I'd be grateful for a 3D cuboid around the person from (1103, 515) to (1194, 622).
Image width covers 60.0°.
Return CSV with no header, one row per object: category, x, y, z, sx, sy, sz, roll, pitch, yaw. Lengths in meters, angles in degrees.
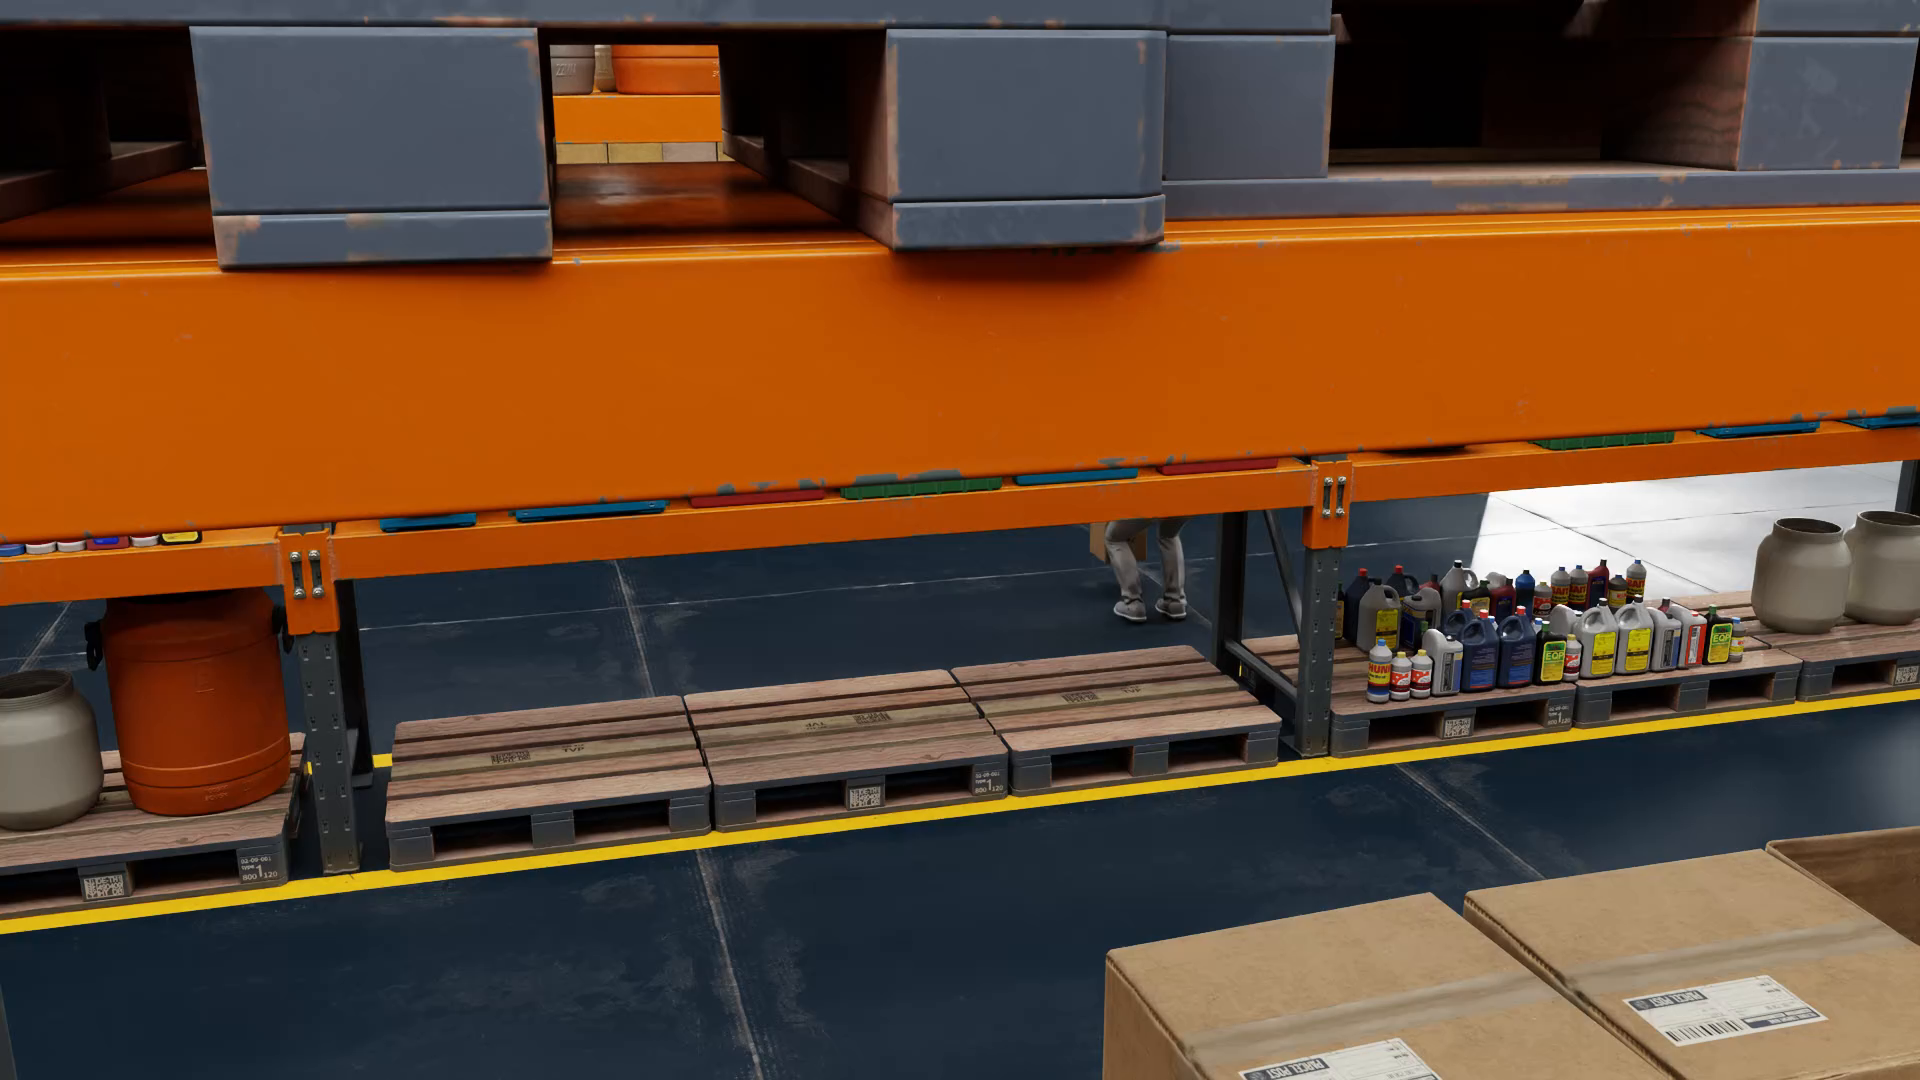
person,0.991,-0.260,8.967,0.535,1.376,0.708,-4,17,-15
